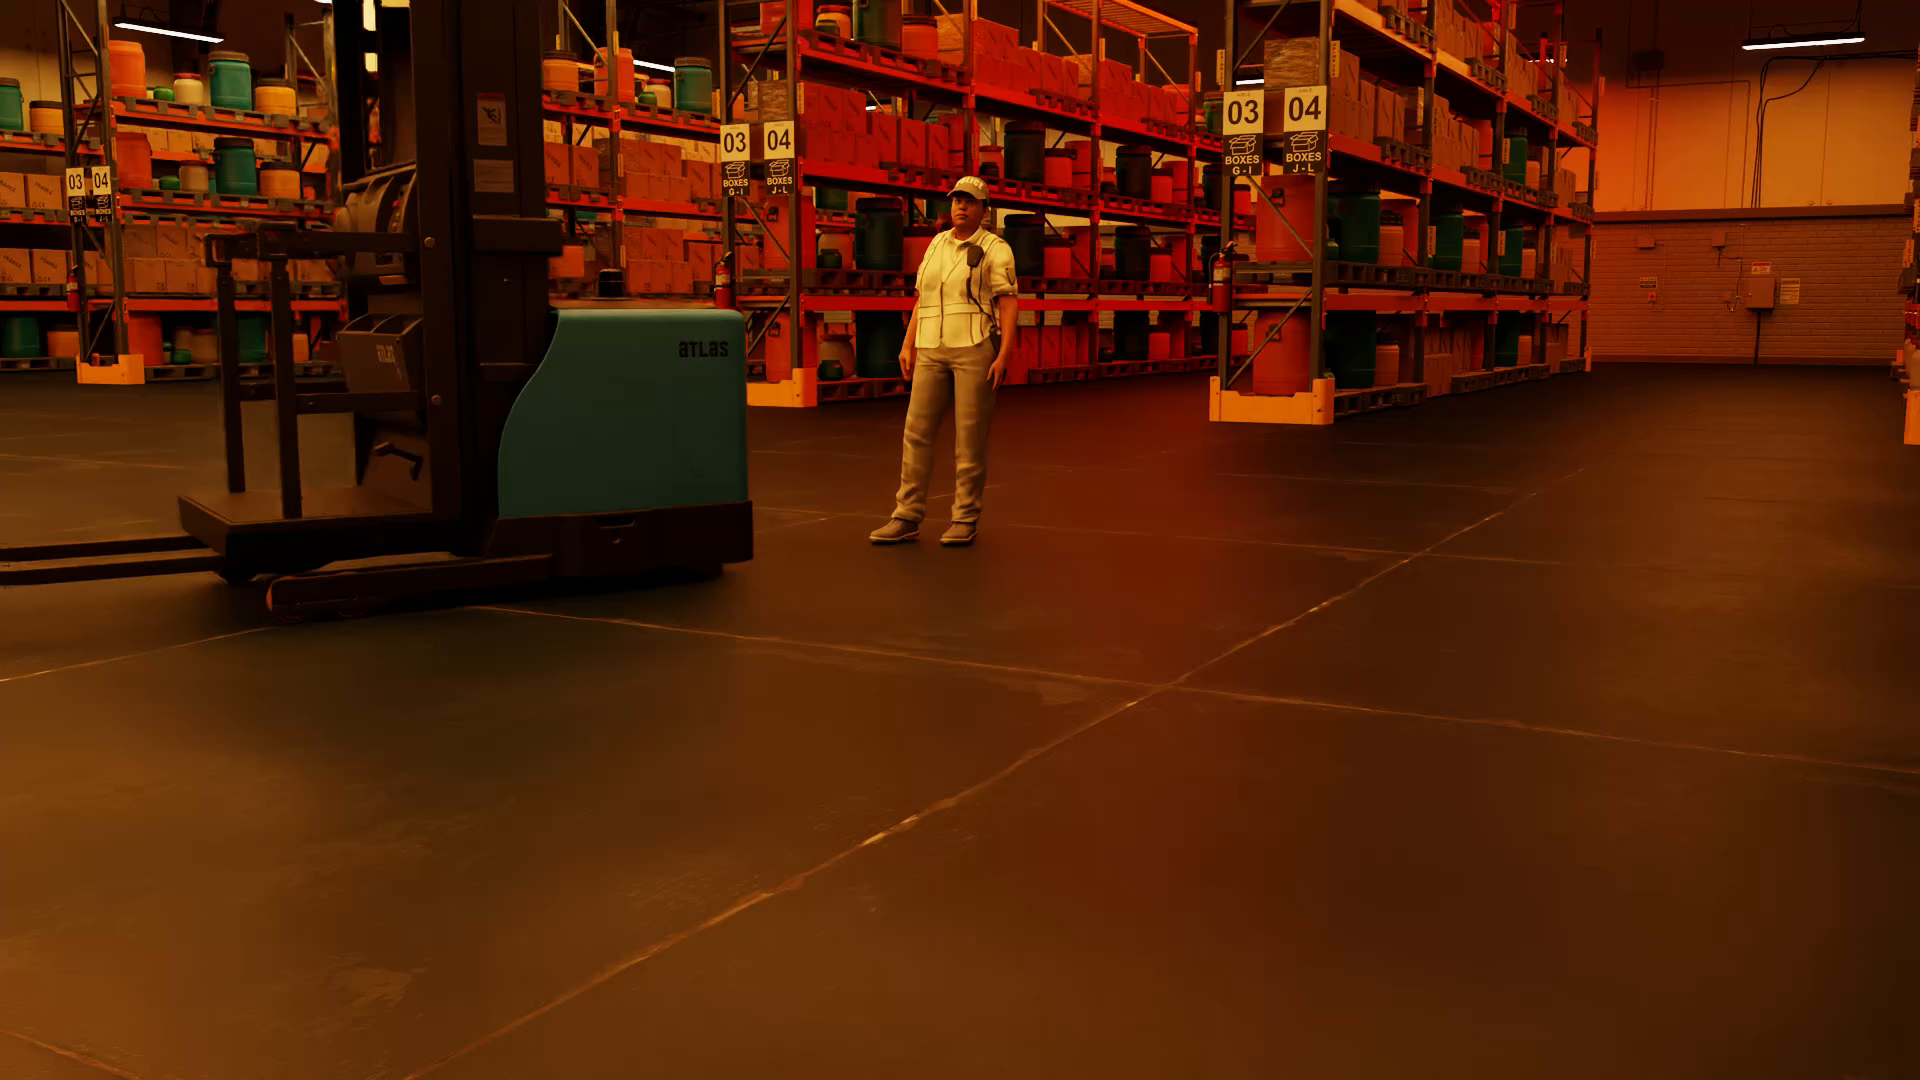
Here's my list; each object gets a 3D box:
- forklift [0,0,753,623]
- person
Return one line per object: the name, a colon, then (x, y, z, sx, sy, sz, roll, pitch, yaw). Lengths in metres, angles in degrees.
forklift: (-2.350, -1.247, 6.126, 3.031, 2.935, 1.130, -5, 9, -33)
person: (-0.057, -0.826, 7.643, 0.598, 1.670, 0.529, 4, 9, 29)
